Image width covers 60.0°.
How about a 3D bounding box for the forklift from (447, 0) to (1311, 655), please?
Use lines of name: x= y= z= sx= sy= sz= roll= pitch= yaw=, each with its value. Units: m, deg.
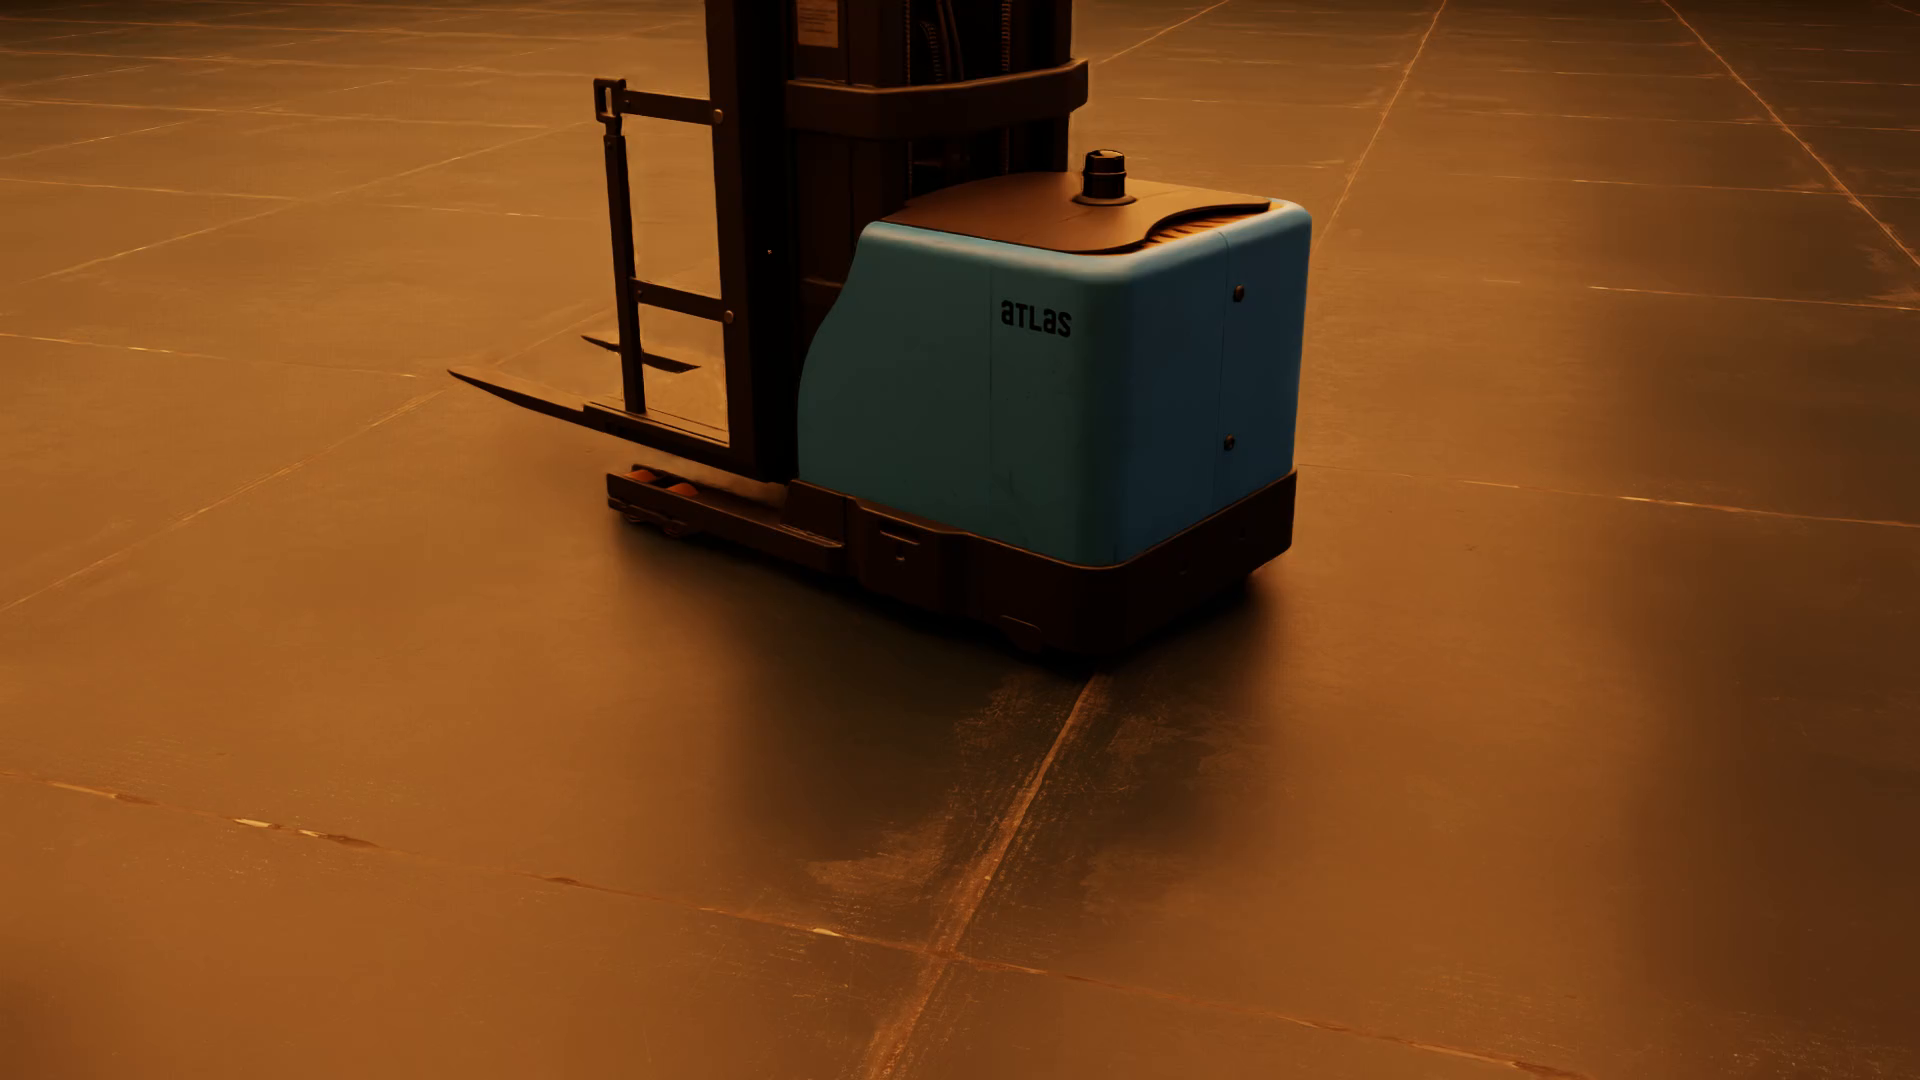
forklift: x=-0.483 y=-1.500 z=4.913 sx=3.031 sy=2.935 sz=1.130 roll=17 pitch=28 yaw=36
